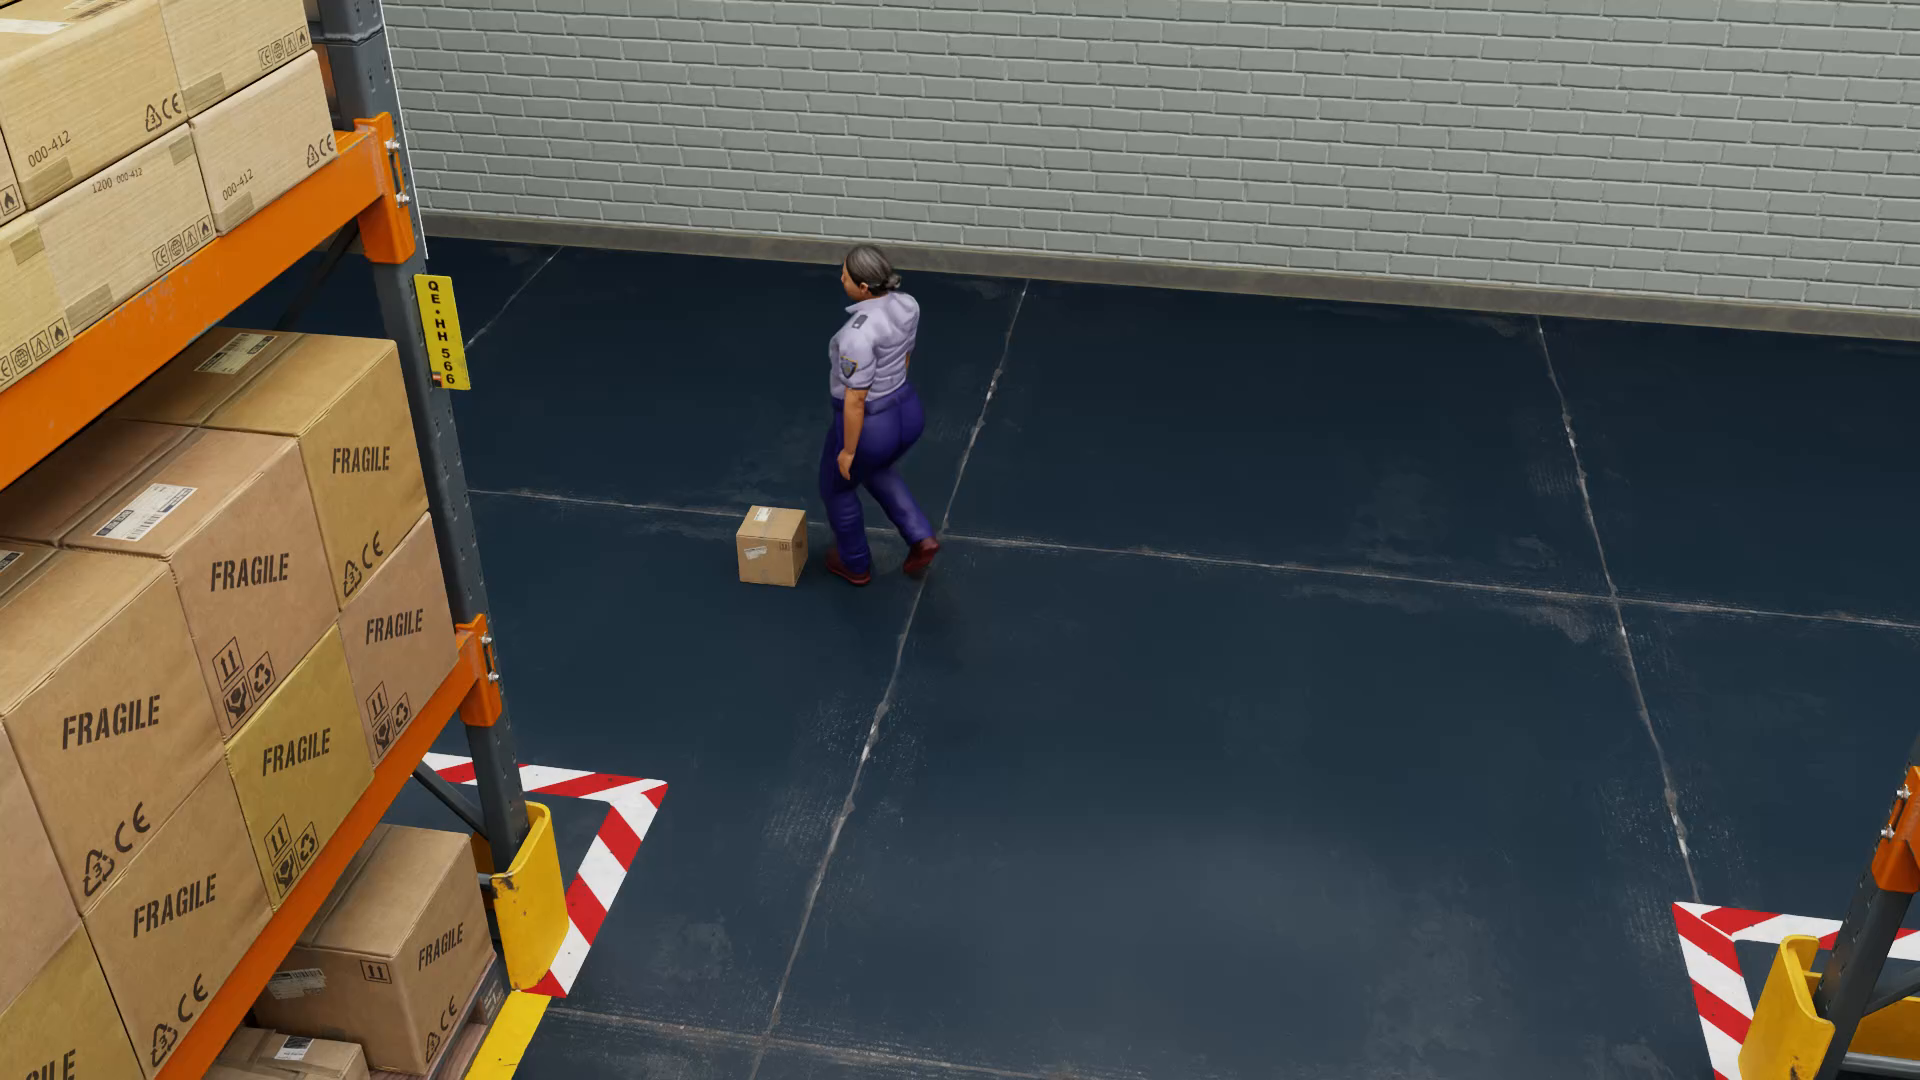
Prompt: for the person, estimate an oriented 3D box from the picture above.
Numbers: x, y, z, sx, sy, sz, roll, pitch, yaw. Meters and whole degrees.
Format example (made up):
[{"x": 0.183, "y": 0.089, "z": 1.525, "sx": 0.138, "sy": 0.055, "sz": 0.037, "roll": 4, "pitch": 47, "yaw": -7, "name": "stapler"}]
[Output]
[{"x": -0.393, "y": -0.495, "z": 6.969, "sx": 0.550, "sy": 1.622, "sz": 0.487, "roll": 21, "pitch": 38, "yaw": 29, "name": "person"}]
